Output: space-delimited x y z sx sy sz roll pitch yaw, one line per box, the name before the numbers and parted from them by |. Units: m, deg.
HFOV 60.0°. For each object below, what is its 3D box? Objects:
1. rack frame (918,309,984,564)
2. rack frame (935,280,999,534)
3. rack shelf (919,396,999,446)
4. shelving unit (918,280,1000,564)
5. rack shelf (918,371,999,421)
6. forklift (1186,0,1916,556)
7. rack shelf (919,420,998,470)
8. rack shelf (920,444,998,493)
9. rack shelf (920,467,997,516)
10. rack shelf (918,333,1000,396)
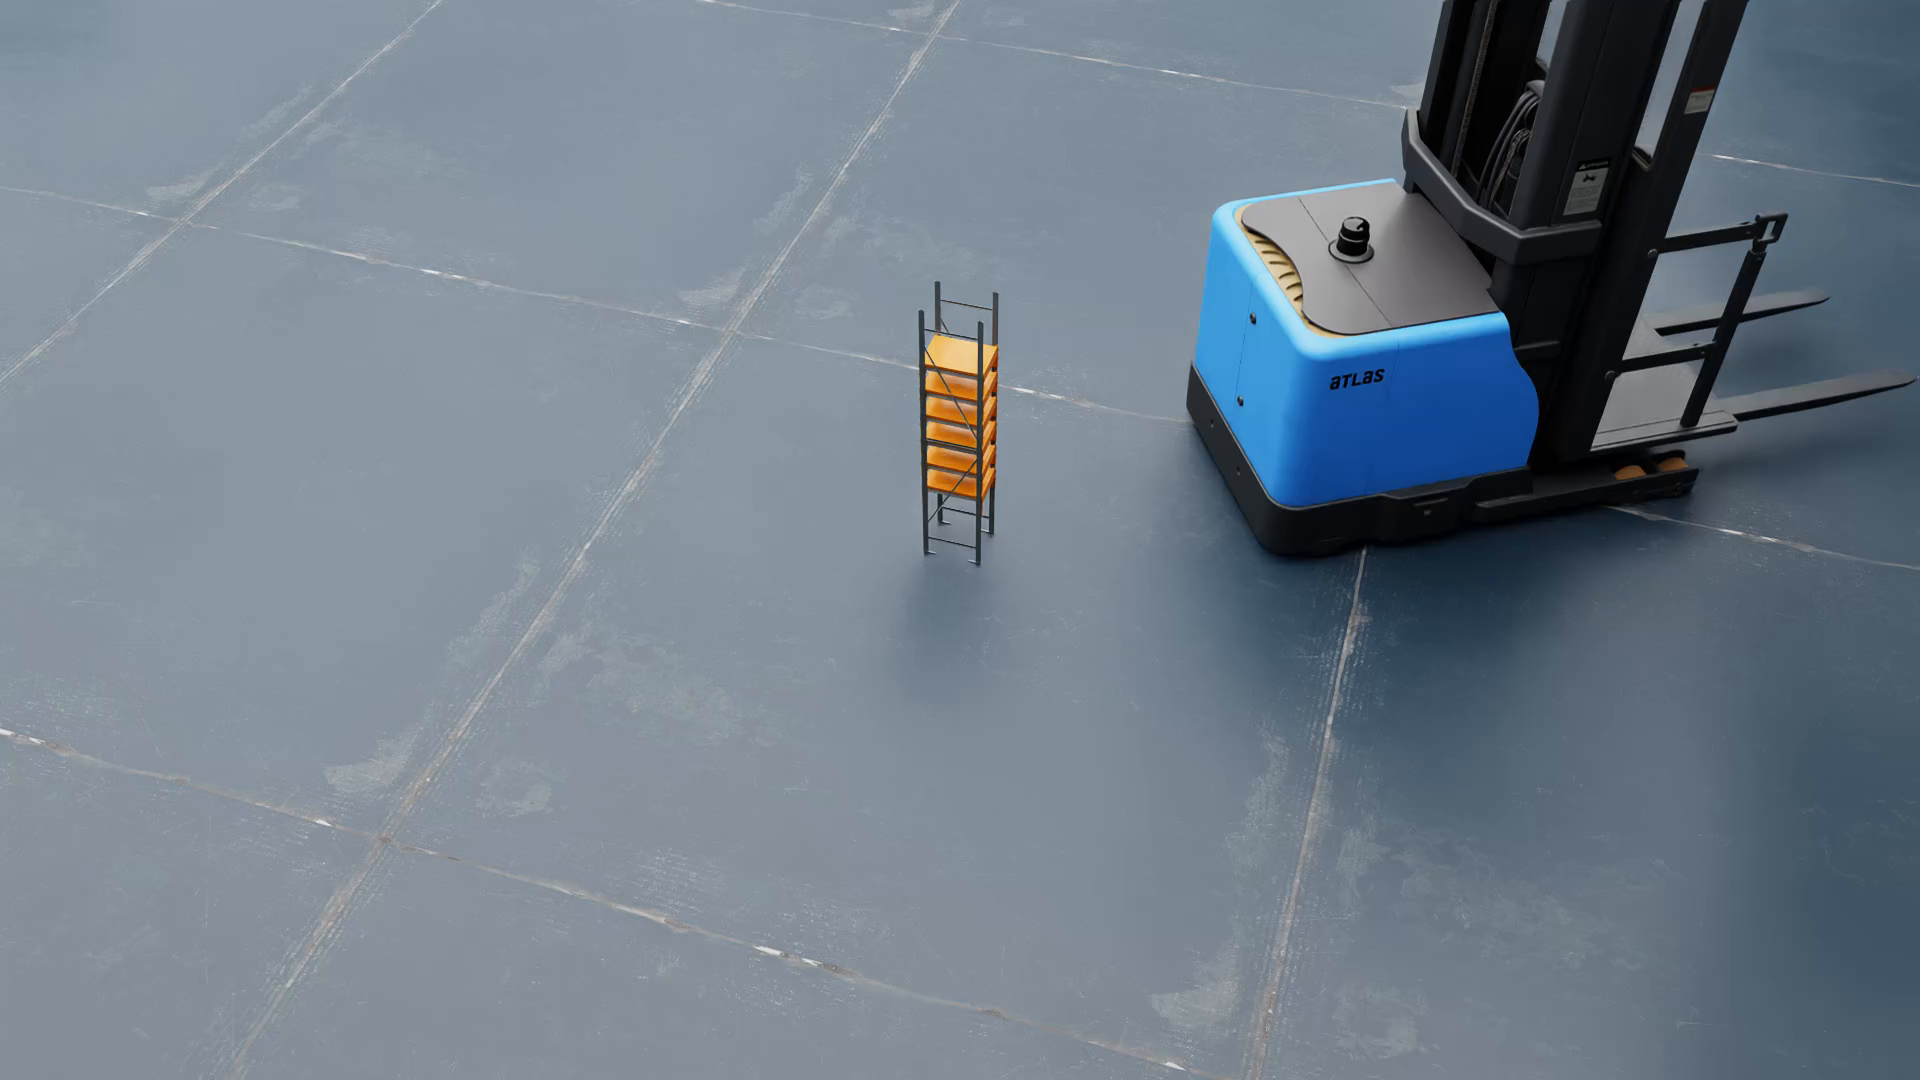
rack frame | -0.032 -0.358 6.258 0.240 1.200 0.006 13 46 12
rack frame | 0.023 -0.480 6.383 0.240 1.200 0.006 13 46 12
rack shelf | -0.004 -0.473 6.268 0.258 0.103 0.180 13 46 12
shelving unit | -0.004 -0.419 6.321 0.258 1.200 0.189 13 46 12
rack shelf | -0.004 -0.559 6.184 0.258 0.103 0.180 13 46 12
forklift | 2.559 -1.543 6.231 3.031 2.935 1.130 -10 45 -10
rack shelf | -0.004 -0.387 6.352 0.258 0.103 0.180 13 46 12
rack shelf | -0.004 -0.302 6.436 0.258 0.103 0.180 13 46 12
rack shelf | -0.004 -0.216 6.519 0.258 0.103 0.180 13 46 12
rack shelf | -0.004 -0.645 6.100 0.258 0.103 0.180 13 46 12
